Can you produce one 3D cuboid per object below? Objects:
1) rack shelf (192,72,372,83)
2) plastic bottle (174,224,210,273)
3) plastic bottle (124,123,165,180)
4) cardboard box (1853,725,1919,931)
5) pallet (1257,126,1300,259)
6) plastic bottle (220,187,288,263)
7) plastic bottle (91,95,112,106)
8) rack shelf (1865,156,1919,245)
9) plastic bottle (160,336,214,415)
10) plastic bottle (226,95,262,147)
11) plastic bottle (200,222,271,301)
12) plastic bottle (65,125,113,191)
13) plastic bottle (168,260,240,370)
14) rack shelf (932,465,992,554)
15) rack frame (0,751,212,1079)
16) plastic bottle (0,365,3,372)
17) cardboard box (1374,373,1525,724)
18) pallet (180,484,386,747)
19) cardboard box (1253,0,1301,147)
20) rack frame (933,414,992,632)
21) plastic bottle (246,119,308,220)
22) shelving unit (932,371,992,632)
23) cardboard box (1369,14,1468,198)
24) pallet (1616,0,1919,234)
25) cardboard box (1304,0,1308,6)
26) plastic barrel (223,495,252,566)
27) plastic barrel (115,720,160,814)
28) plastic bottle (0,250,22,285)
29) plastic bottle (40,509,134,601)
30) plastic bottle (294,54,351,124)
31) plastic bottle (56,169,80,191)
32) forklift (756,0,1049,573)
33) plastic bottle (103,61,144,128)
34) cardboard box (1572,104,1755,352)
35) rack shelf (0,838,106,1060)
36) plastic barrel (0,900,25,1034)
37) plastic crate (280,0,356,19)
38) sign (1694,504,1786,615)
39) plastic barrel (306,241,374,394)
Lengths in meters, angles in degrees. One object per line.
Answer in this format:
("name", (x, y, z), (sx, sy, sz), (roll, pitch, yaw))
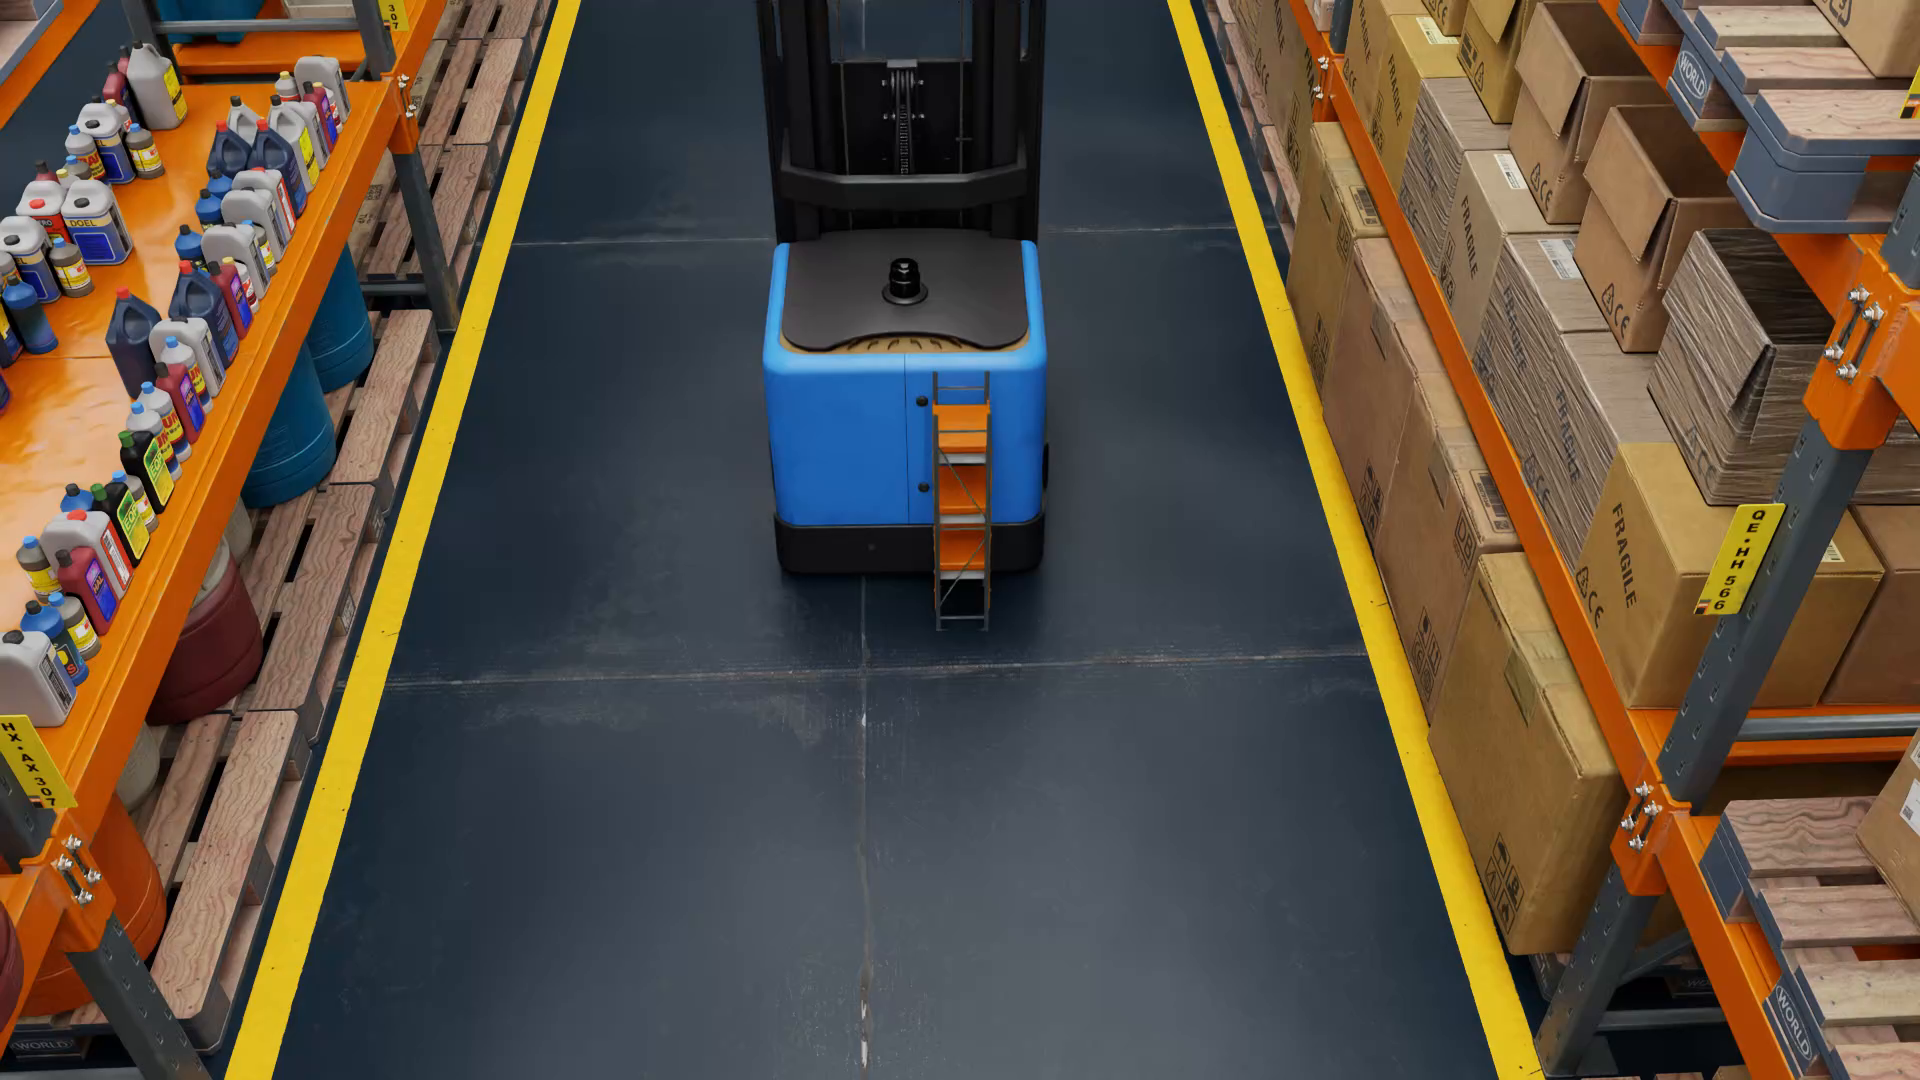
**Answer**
("rack shelf", (-2.953, -3.242, 8.493), (0.831, 0.071, 3.687), (-2, 43, -2))
("plastic bottle", (-2.600, -0.949, 5.661), (0.097, 0.271, 0.097), (0, 43, 0))
("plastic bottle", (-3.090, -1.476, 6.288), (0.097, 0.201, 0.097), (0, 43, 0))
("cardboard box", (2.313, 0.626, 3.462), (0.500, 0.500, 0.500), (-6, 43, -7))
("pallet", (2.126, -1.734, 8.485), (1.003, 0.211, 1.213), (-2, 43, -2))
("plastic bottle", (-2.486, -1.123, 5.848), (0.152, 0.276, 0.135), (-2, 43, -2))
("plastic bottle", (-3.246, -1.564, 6.331), (0.097, 0.271, 0.097), (0, 43, 0))
("rack shelf", (2.165, -1.808, 4.671), (0.919, 0.124, 3.809), (-2, 43, -2))
("plastic bottle", (-2.420, -0.516, 5.188), (0.097, 0.271, 0.097), (0, 43, 0))
("plastic bottle", (-2.646, -1.470, 6.171), (0.144, 0.351, 0.185), (-2, 43, -2))
("plastic bottle", (-2.476, -0.967, 5.677), (0.152, 0.276, 0.135), (-2, 43, -2))
("plastic bottle", (-3.236, -1.407, 6.160), (0.097, 0.271, 0.097), (0, 43, 0))
("plastic bottle", (-2.455, -0.731, 5.364), (0.144, 0.351, 0.185), (-2, 43, -2))
("rack shelf", (0.007, -0.114, 6.113), (0.215, 0.259, 0.240), (-1, 43, -1))
("rack frame", (-2.695, 0.596, 3.879), (0.949, 2.616, 0.053), (-2, 43, -2))
("plastic bottle", (-3.143, -0.610, 5.281), (0.061, 0.283, 0.133), (-2, 43, -2))
("cardboard box", (2.212, 0.014, 5.776), (1.225, 0.875, 0.875), (-2, 43, -2))
("pallet", (-2.822, 0.272, 6.297), (1.003, 0.211, 1.213), (-2, 43, -2))
("cardboard box", (2.094, -2.673, 8.708), (0.875, 0.875, 0.875), (-2, 43, -2))
("rack frame", (0.009, -0.040, 6.016), (0.200, 1.050, 0.008), (-1, 43, -1))
("plastic bottle", (-2.494, -1.350, 6.039), (0.144, 0.351, 0.185), (-2, 43, -2))
("shelving unit", (0.007, -0.122, 6.106), (0.215, 1.050, 0.252), (-1, 43, -1))
("cardboard box", (1.873, -1.626, 6.230), (0.500, 0.500, 0.500), (-2, 43, -2))
("pallet", (2.170, -1.015, 3.557), (1.213, 0.211, 1.003), (0, 43, 0))
("cardboard box", (1.729, -2.524, 7.470), (0.380, 0.149, 0.250), (-1, 43, -1))
("plastic barrel", (-2.897, -0.112, 6.183), (0.421, 0.512, 0.421), (0, 43, 0))
("plastic barrel", (-2.849, 0.650, 5.351), (0.421, 0.512, 0.421), (0, 43, 0))
("plastic bottle", (-3.202, -0.872, 5.577), (0.097, 0.271, 0.097), (0, 43, 0))
("plastic bottle", (-2.413, 0.028, 4.591), (0.152, 0.276, 0.135), (-2, 43, -2))
("plastic bottle", (-2.528, -1.801, 6.587), (0.152, 0.276, 0.135), (-2, 43, -2))
("plastic bottle", (-3.228, -1.250, 6.040), (0.097, 0.201, 0.097), (0, 43, 0))
("forklift", (-0.225, -1.926, 6.682), (1.130, 2.935, 3.031), (-1, 43, -1))
("plastic bottle", (-3.273, -1.711, 6.483), (0.061, 0.283, 0.133), (-2, 43, -2))
("cardboard box", (2.211, -0.886, 4.681), (0.797, 0.503, 0.637), (-1, 43, -1))
("rack shelf", (-2.613, 2.212, 2.649), (1.077, 0.370, 4.000), (-2, 43, -2))
("plastic barrel", (-2.376, 0.851, 3.501), (0.600, 0.536, 0.708), (-2, 43, -2))
("plastic crate", (-2.745, -2.347, 7.241), (0.396, 0.136, 0.243), (-2, 43, -2))
("sign", (1.696, 0.046, 3.623), (0.100, 0.325, 0.005), (-2, 43, -2))
("plastic barrel", (-2.862, -1.117, 6.991), (0.600, 0.901, 0.708), (-2, 43, -2))
